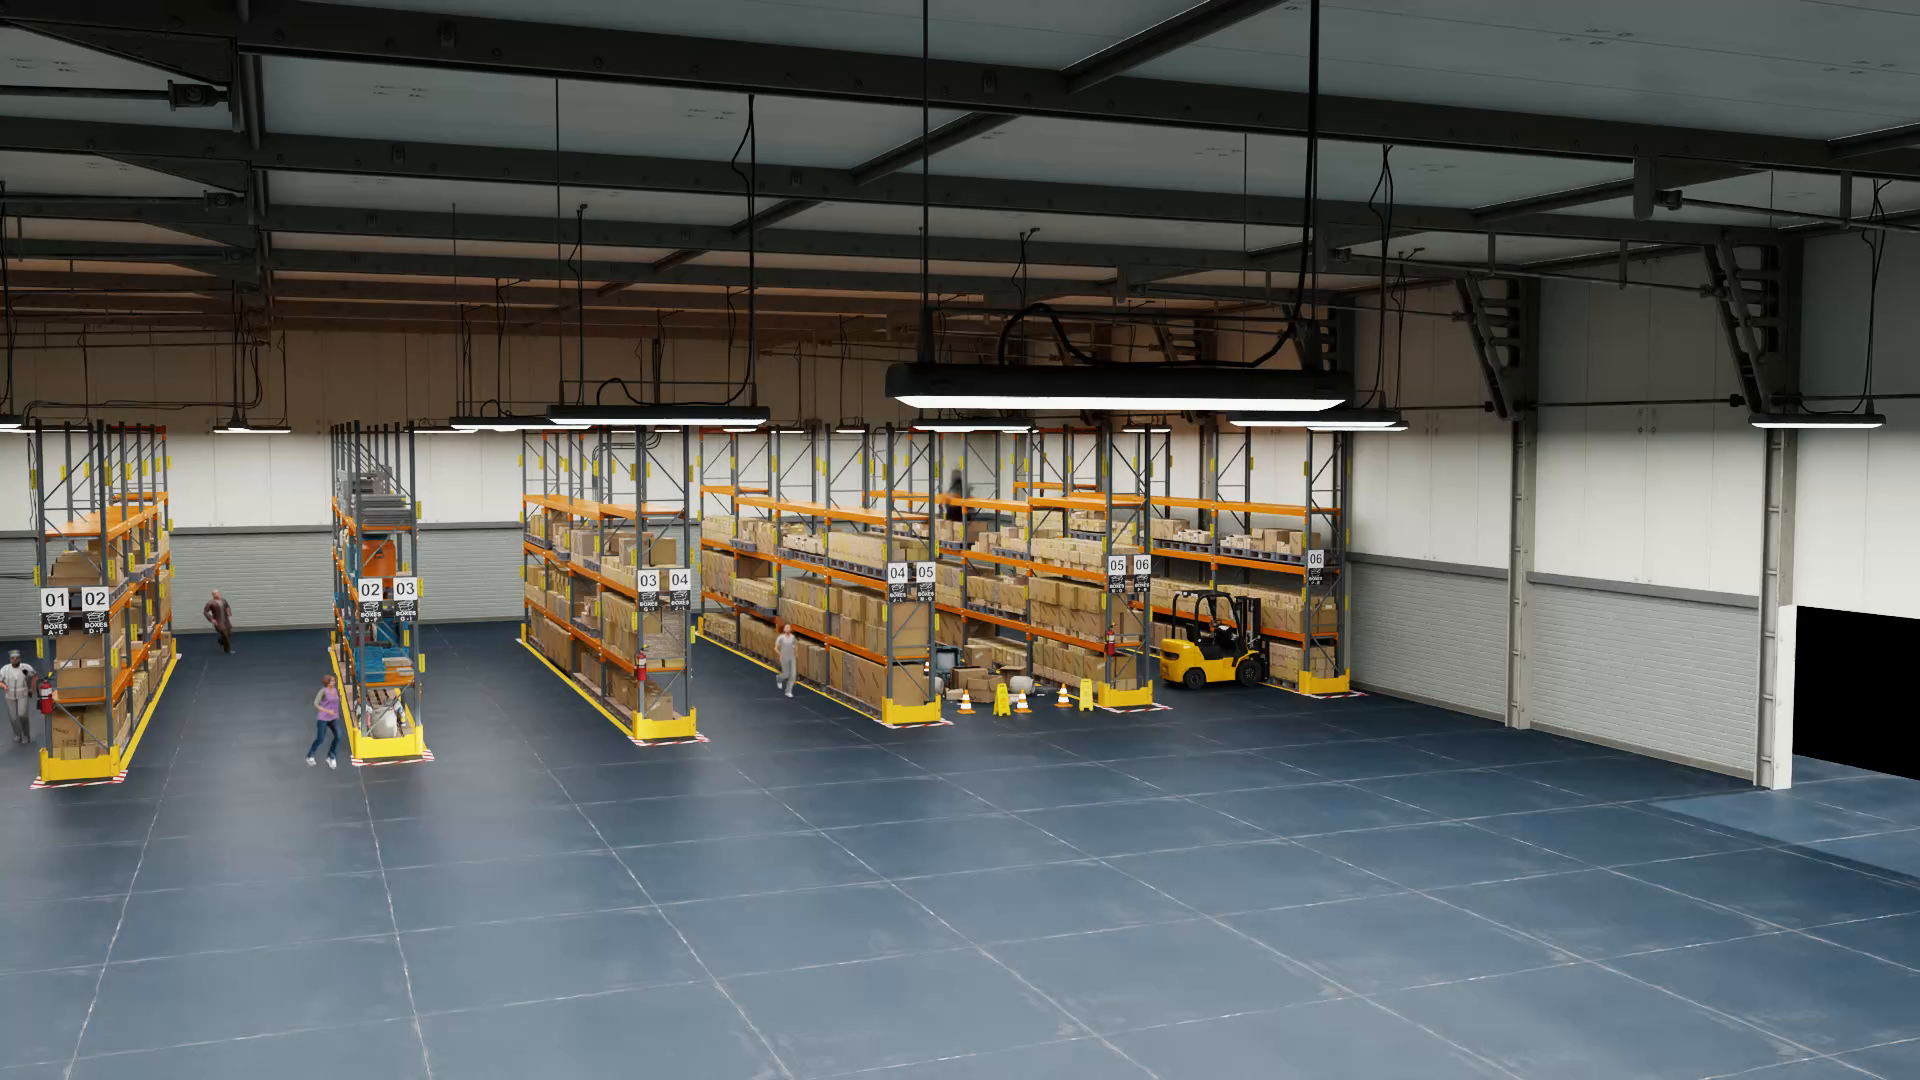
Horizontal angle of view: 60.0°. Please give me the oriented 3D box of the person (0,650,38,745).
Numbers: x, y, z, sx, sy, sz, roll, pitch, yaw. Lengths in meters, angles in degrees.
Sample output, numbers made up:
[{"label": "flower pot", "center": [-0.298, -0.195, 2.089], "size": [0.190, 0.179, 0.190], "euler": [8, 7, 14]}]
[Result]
[{"label": "person", "center": [-17.497, 2.923, 30.849], "size": [0.627, 1.790, 0.733], "euler": [-1, 4, -20]}]

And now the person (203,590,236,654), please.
[{"label": "person", "center": [-19.387, 2.144, 43.493], "size": [0.709, 1.707, 0.764], "euler": [2, 4, 33]}]

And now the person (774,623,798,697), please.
[{"label": "person", "center": [-3.808, 2.625, 36.597], "size": [0.563, 1.627, 0.677], "euler": [-2, 4, -30]}]

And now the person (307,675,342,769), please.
[{"label": "person", "center": [-10.977, 3.146, 28.826], "size": [0.648, 1.586, 0.588], "euler": [2, 4, 30]}]
